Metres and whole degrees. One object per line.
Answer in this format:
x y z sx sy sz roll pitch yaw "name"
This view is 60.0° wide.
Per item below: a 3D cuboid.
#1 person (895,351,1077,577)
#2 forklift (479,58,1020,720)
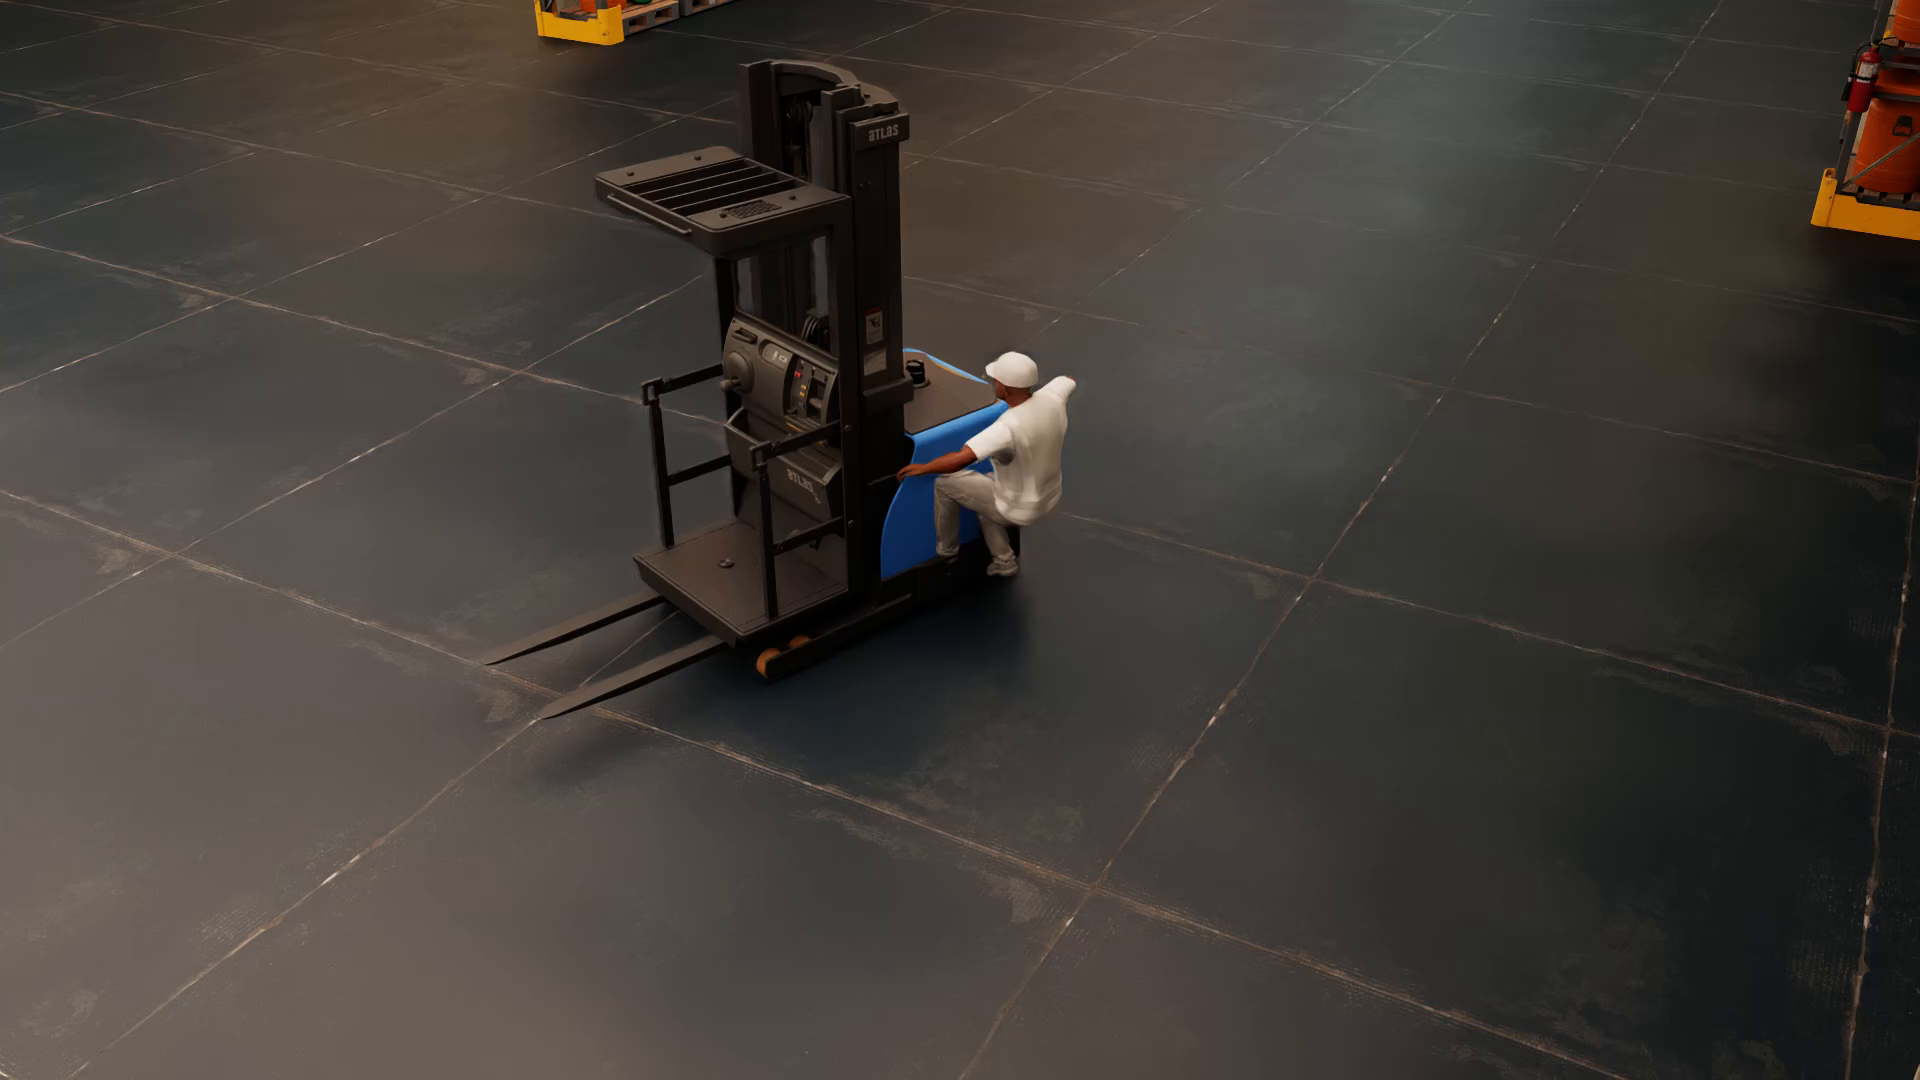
0.138 -0.374 9.028 0.842 1.500 1.186 20 35 31 "person"
-1.096 -0.831 8.510 3.031 2.935 1.130 -23 37 -35 "forklift"
